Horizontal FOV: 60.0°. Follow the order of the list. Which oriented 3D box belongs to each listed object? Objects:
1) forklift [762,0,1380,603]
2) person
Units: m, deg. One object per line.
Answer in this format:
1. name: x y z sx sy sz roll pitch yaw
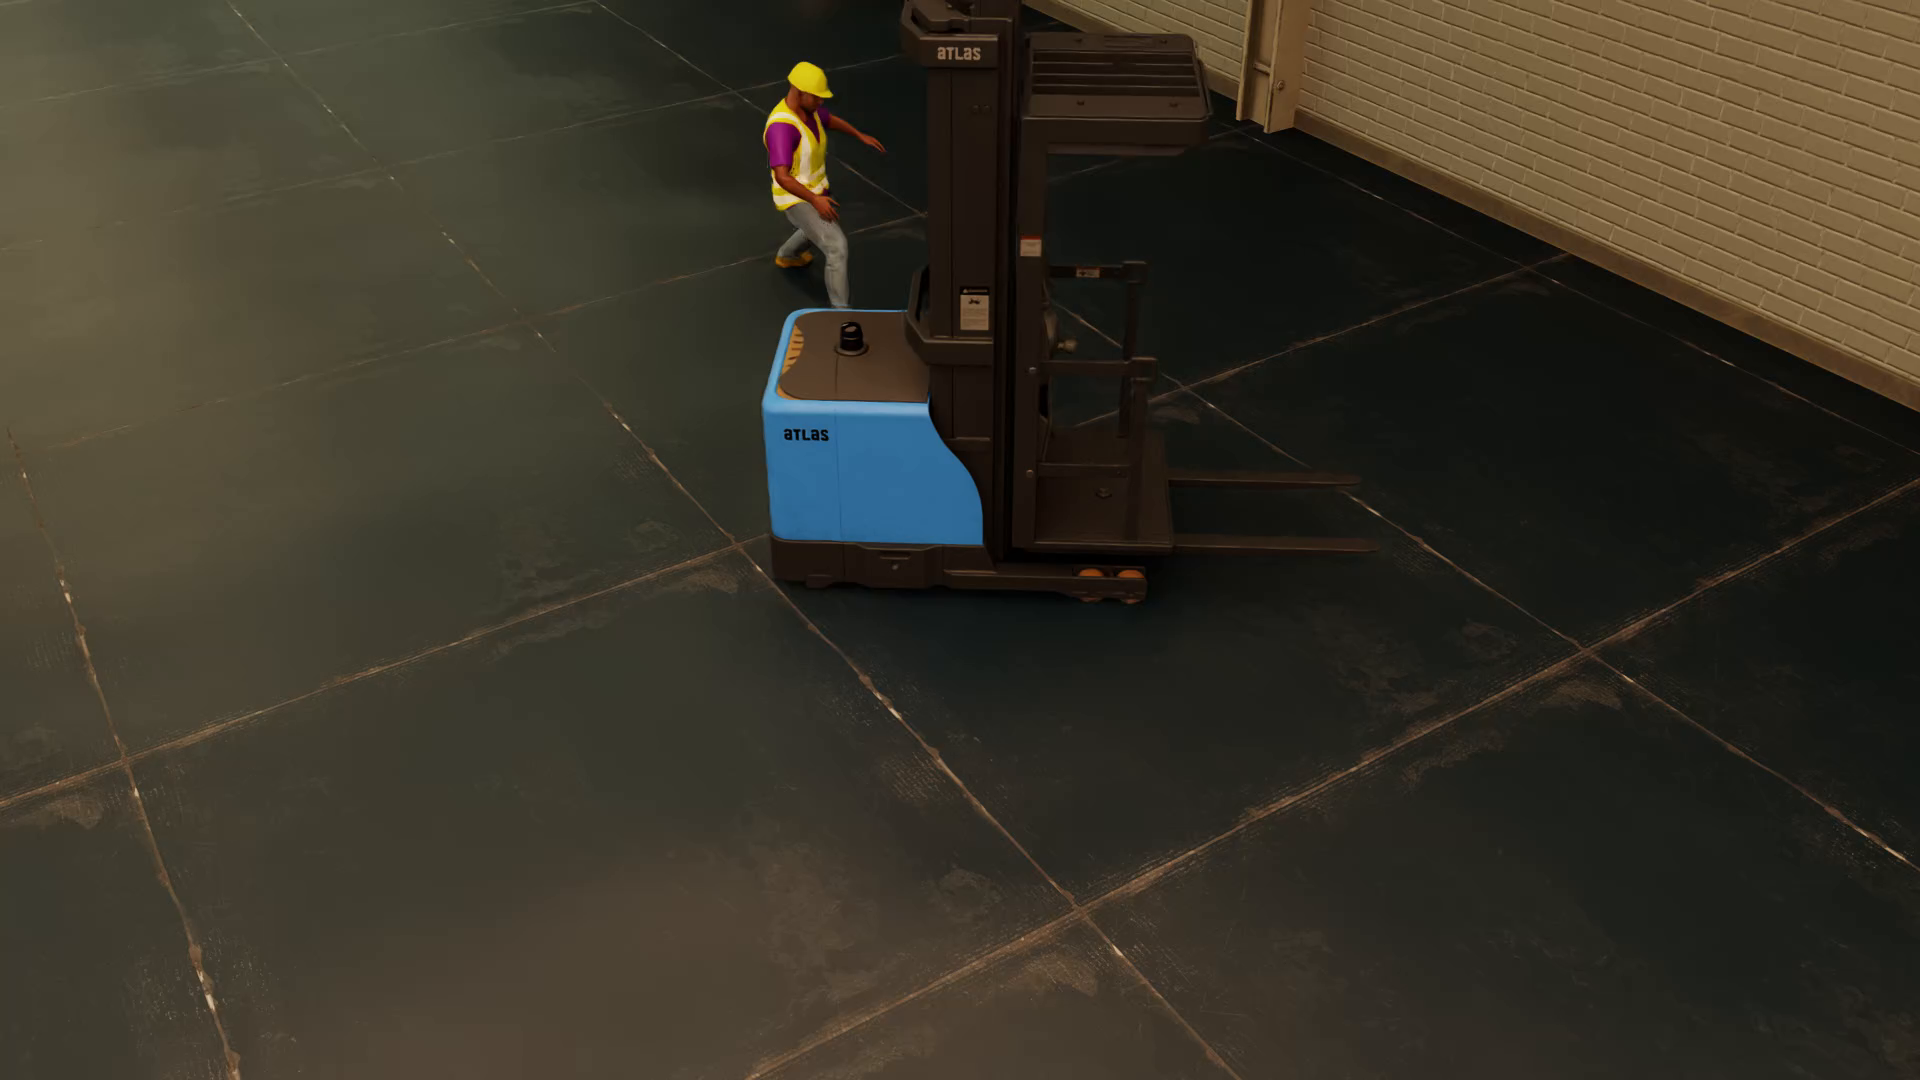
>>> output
1. forklift: 0.586 -1.200 7.856 3.031 2.935 1.130 1 35 2
2. person: -0.861 -2.246 10.551 0.980 1.600 1.069 9 36 12
